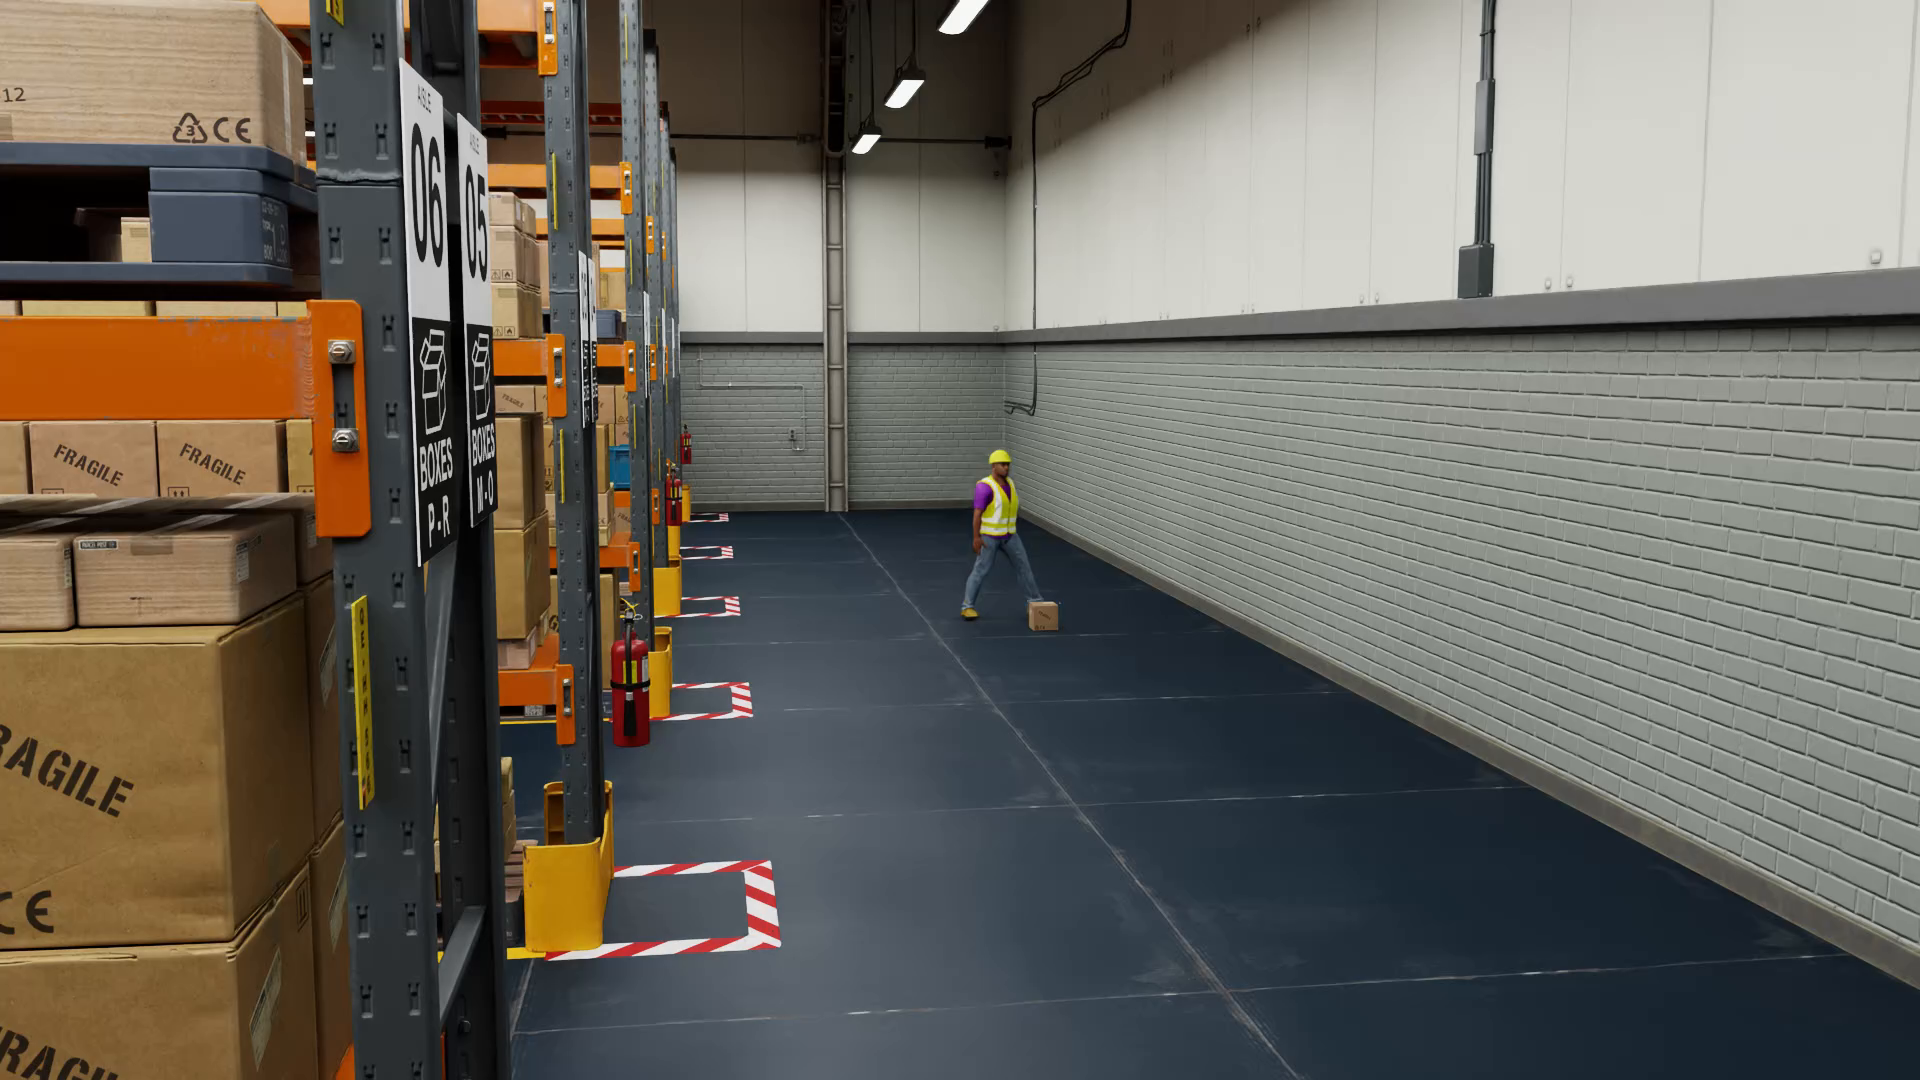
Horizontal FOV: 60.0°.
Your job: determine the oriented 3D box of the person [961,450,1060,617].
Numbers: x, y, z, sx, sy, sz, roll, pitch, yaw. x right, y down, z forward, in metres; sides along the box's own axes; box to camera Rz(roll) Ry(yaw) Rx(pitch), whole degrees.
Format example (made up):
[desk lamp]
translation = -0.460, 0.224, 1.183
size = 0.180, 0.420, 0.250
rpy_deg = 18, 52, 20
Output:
[person]
translation = 0.488, -0.059, 17.089
size = 0.847, 1.728, 0.764
rpy_deg = 6, 9, 43
